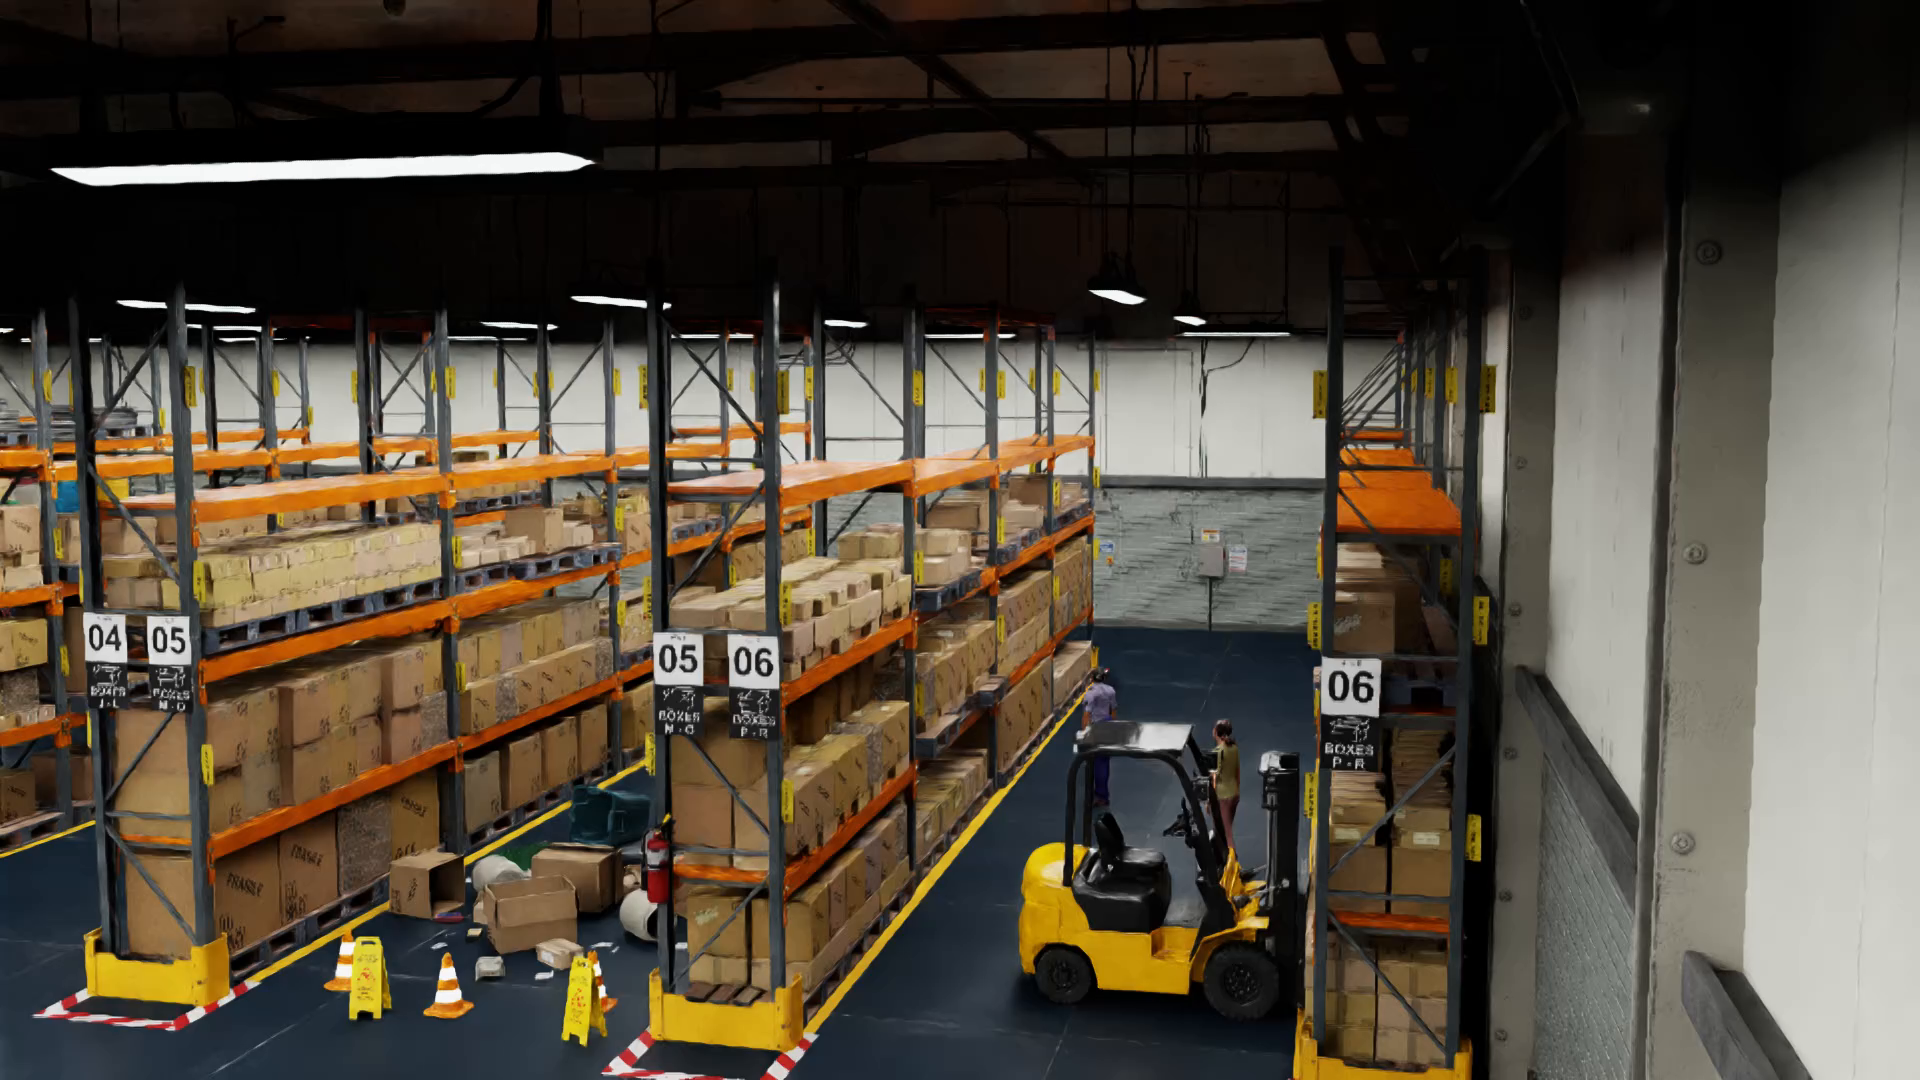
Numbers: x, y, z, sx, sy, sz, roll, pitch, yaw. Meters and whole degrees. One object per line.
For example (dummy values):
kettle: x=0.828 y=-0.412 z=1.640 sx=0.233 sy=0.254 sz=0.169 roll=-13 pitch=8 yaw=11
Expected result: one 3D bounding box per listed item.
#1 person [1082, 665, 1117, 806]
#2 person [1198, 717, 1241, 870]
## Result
person: x=1.647 y=2.370 z=19.982 sx=0.554 sy=1.542 sz=0.598 roll=6 pitch=8 yaw=44
person: x=2.630 y=2.617 z=16.857 sx=0.564 sy=1.667 sz=0.543 roll=4 pitch=7 yaw=37
